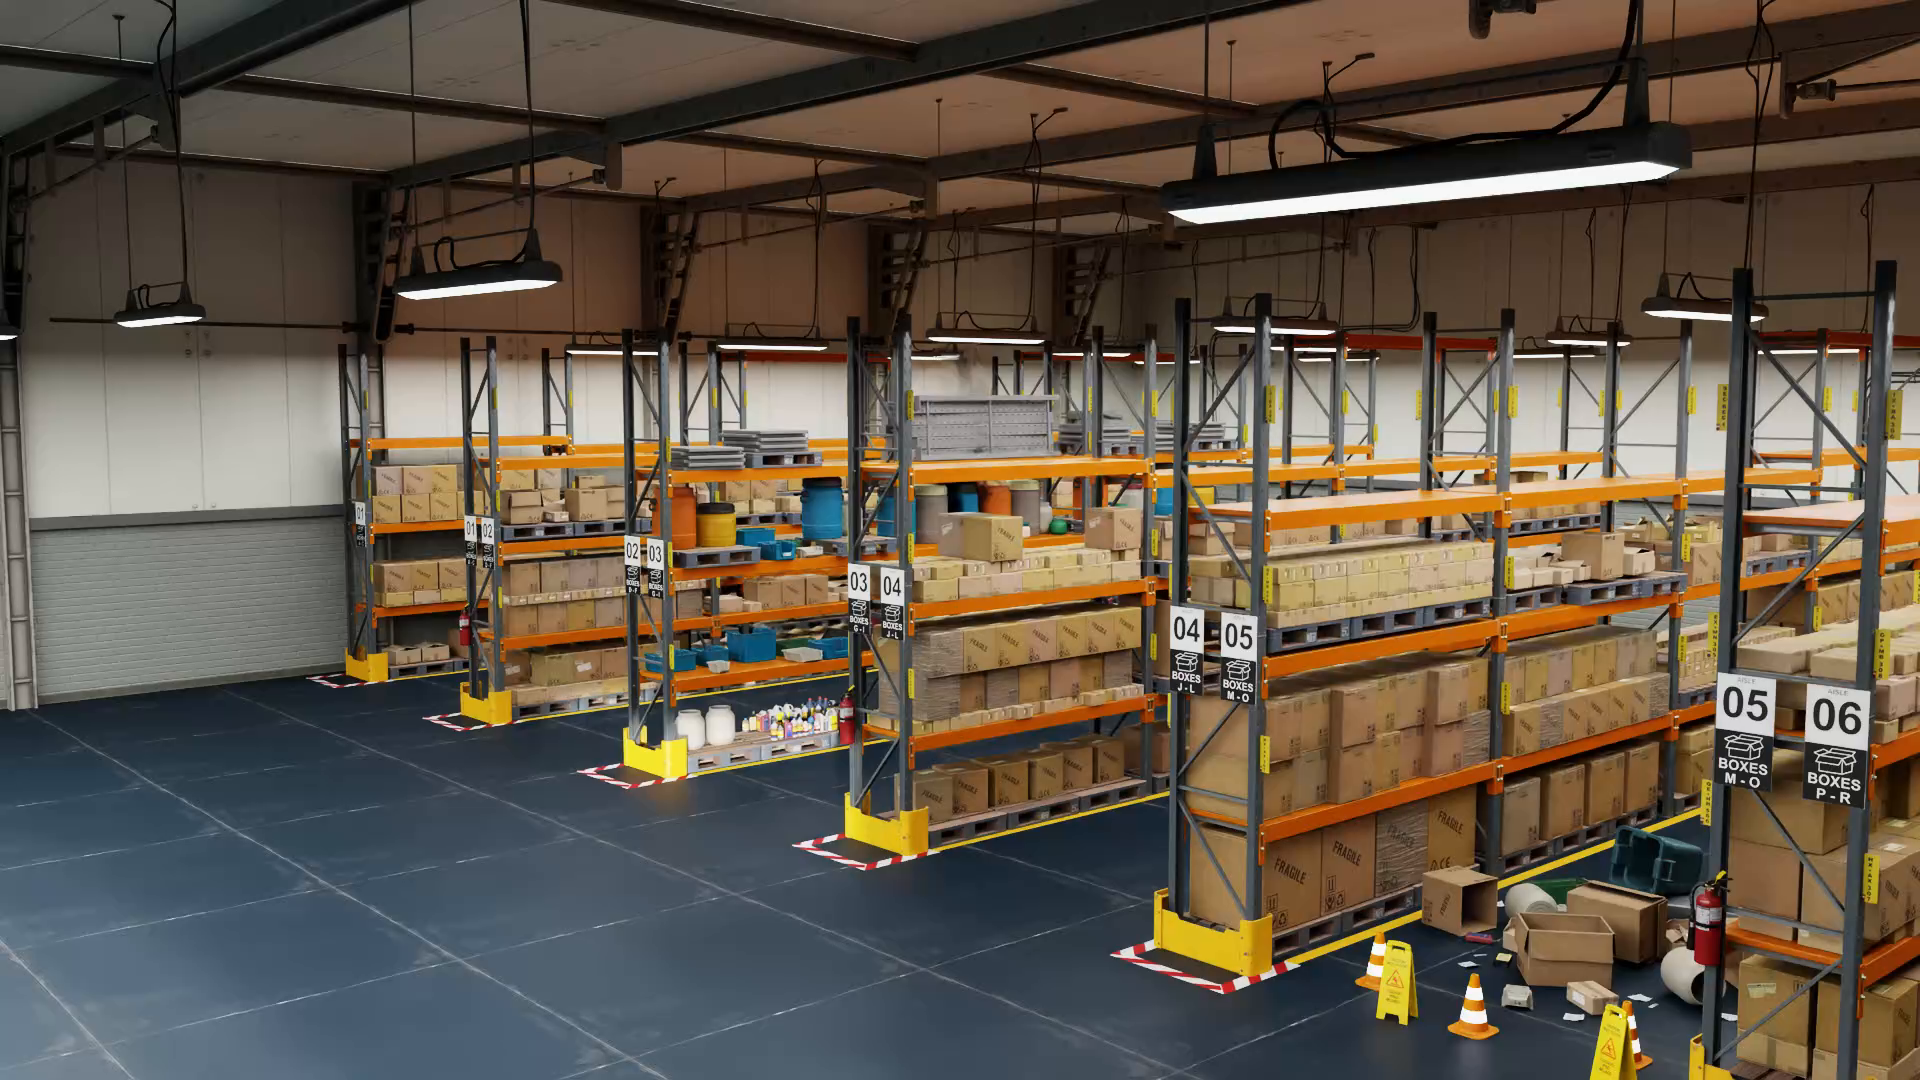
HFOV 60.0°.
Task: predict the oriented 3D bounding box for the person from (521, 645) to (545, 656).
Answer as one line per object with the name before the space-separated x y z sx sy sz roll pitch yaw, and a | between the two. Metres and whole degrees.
person | -7.236 1.809 28.443 0.831 1.697 0.599 -5 7 -42

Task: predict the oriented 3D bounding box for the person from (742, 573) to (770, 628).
person | -3.964 1.335 32.813 0.632 1.824 0.698 4 7 40
